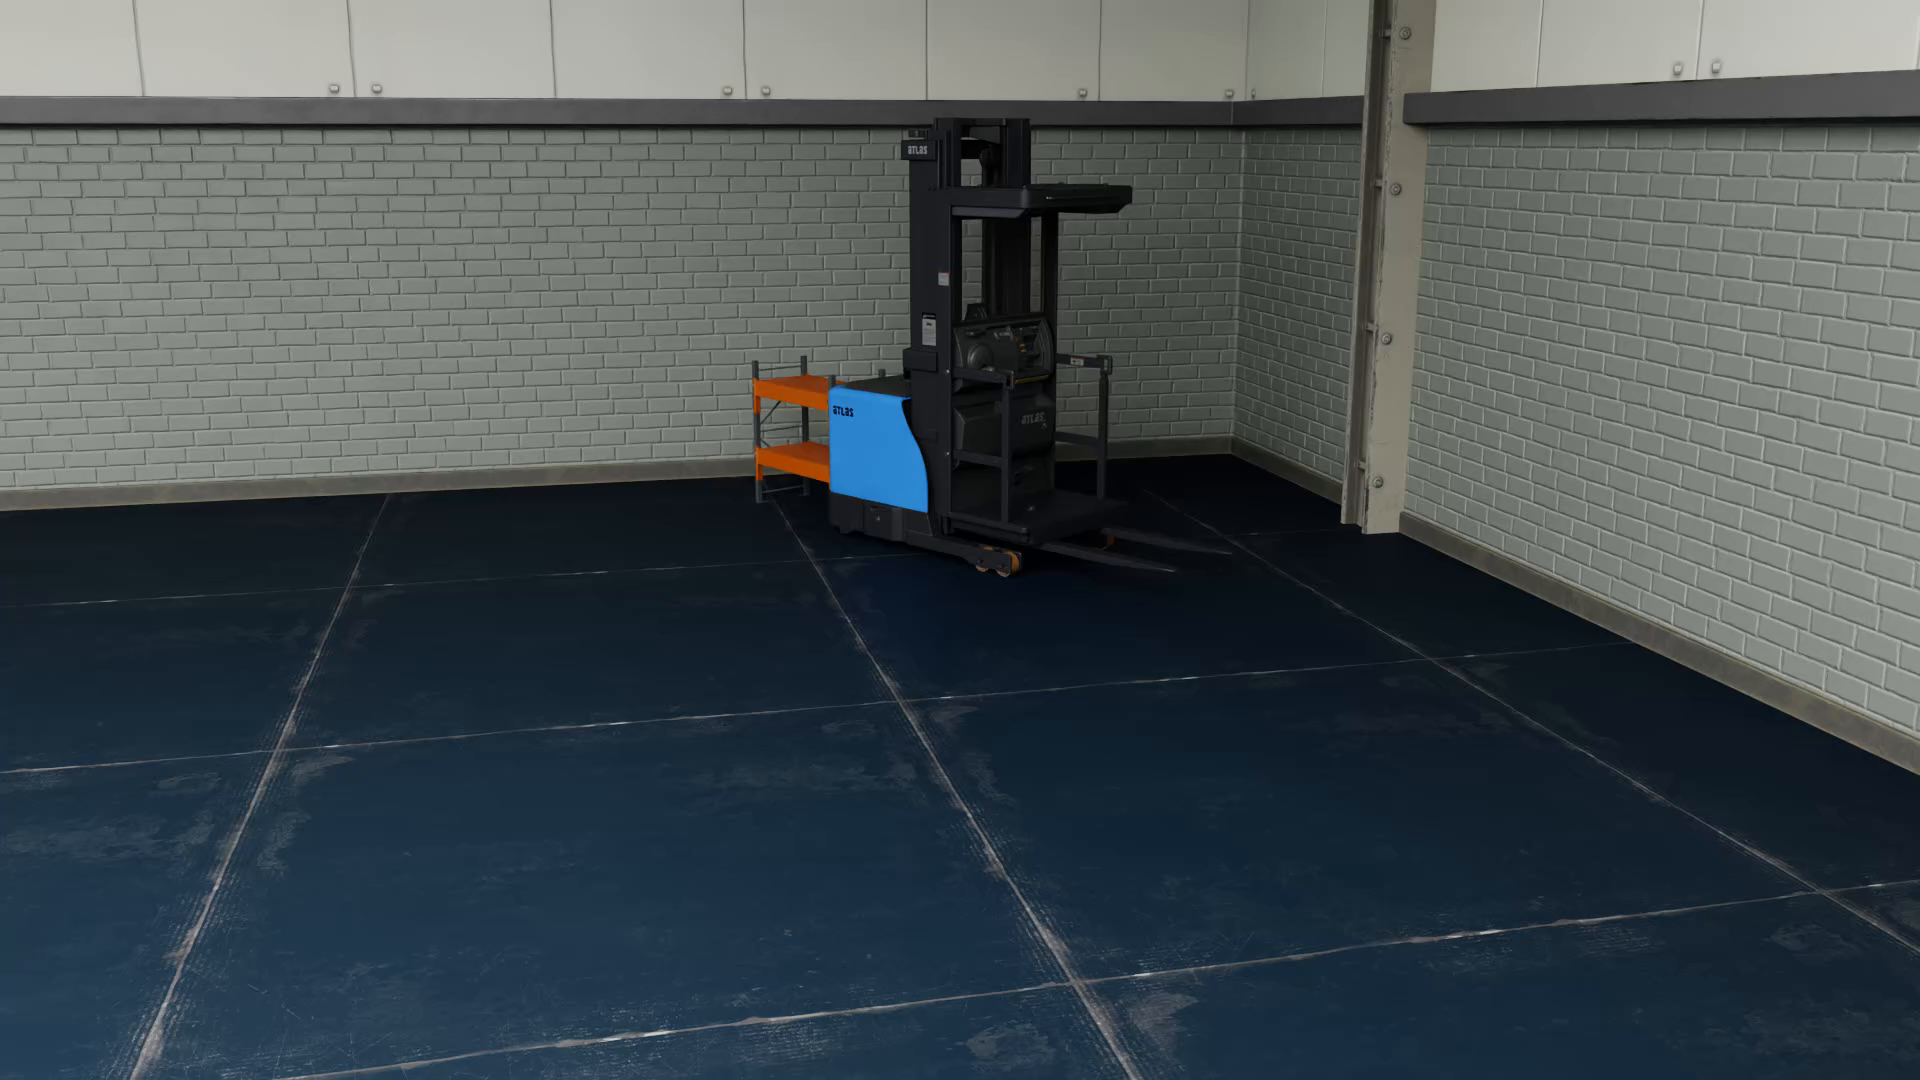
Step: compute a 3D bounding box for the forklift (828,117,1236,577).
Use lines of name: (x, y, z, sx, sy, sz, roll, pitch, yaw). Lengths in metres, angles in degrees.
forklift: (0.453, -1.321, 11.157, 3.031, 2.935, 1.130, 13, 19, 42)

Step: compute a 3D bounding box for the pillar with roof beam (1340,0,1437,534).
pillar with roof beam: (-1.136, -4.229, 10.274, 9.100, 9.000, 0.400, -3, 14, -13)

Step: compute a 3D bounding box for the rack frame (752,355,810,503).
rack frame: (-1.412, -0.877, 13.147, 0.500, 1.125, 0.032, -11, 18, -39)

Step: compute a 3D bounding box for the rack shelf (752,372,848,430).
rack shelf: (-1.085, -1.069, 12.699, 0.538, 0.278, 1.000, -11, 18, -39)

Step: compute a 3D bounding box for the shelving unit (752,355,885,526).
shelving unit: (-1.085, -0.785, 12.769, 0.538, 1.125, 1.048, -11, 18, -39)

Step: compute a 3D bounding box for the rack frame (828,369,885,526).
rack frame: (-0.758, -0.692, 12.390, 0.500, 1.125, 0.032, -11, 18, -39)

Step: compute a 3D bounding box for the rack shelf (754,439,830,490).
rack shelf: (-1.085, -0.547, 12.827, 0.538, 0.278, 1.000, -11, 18, -39)
